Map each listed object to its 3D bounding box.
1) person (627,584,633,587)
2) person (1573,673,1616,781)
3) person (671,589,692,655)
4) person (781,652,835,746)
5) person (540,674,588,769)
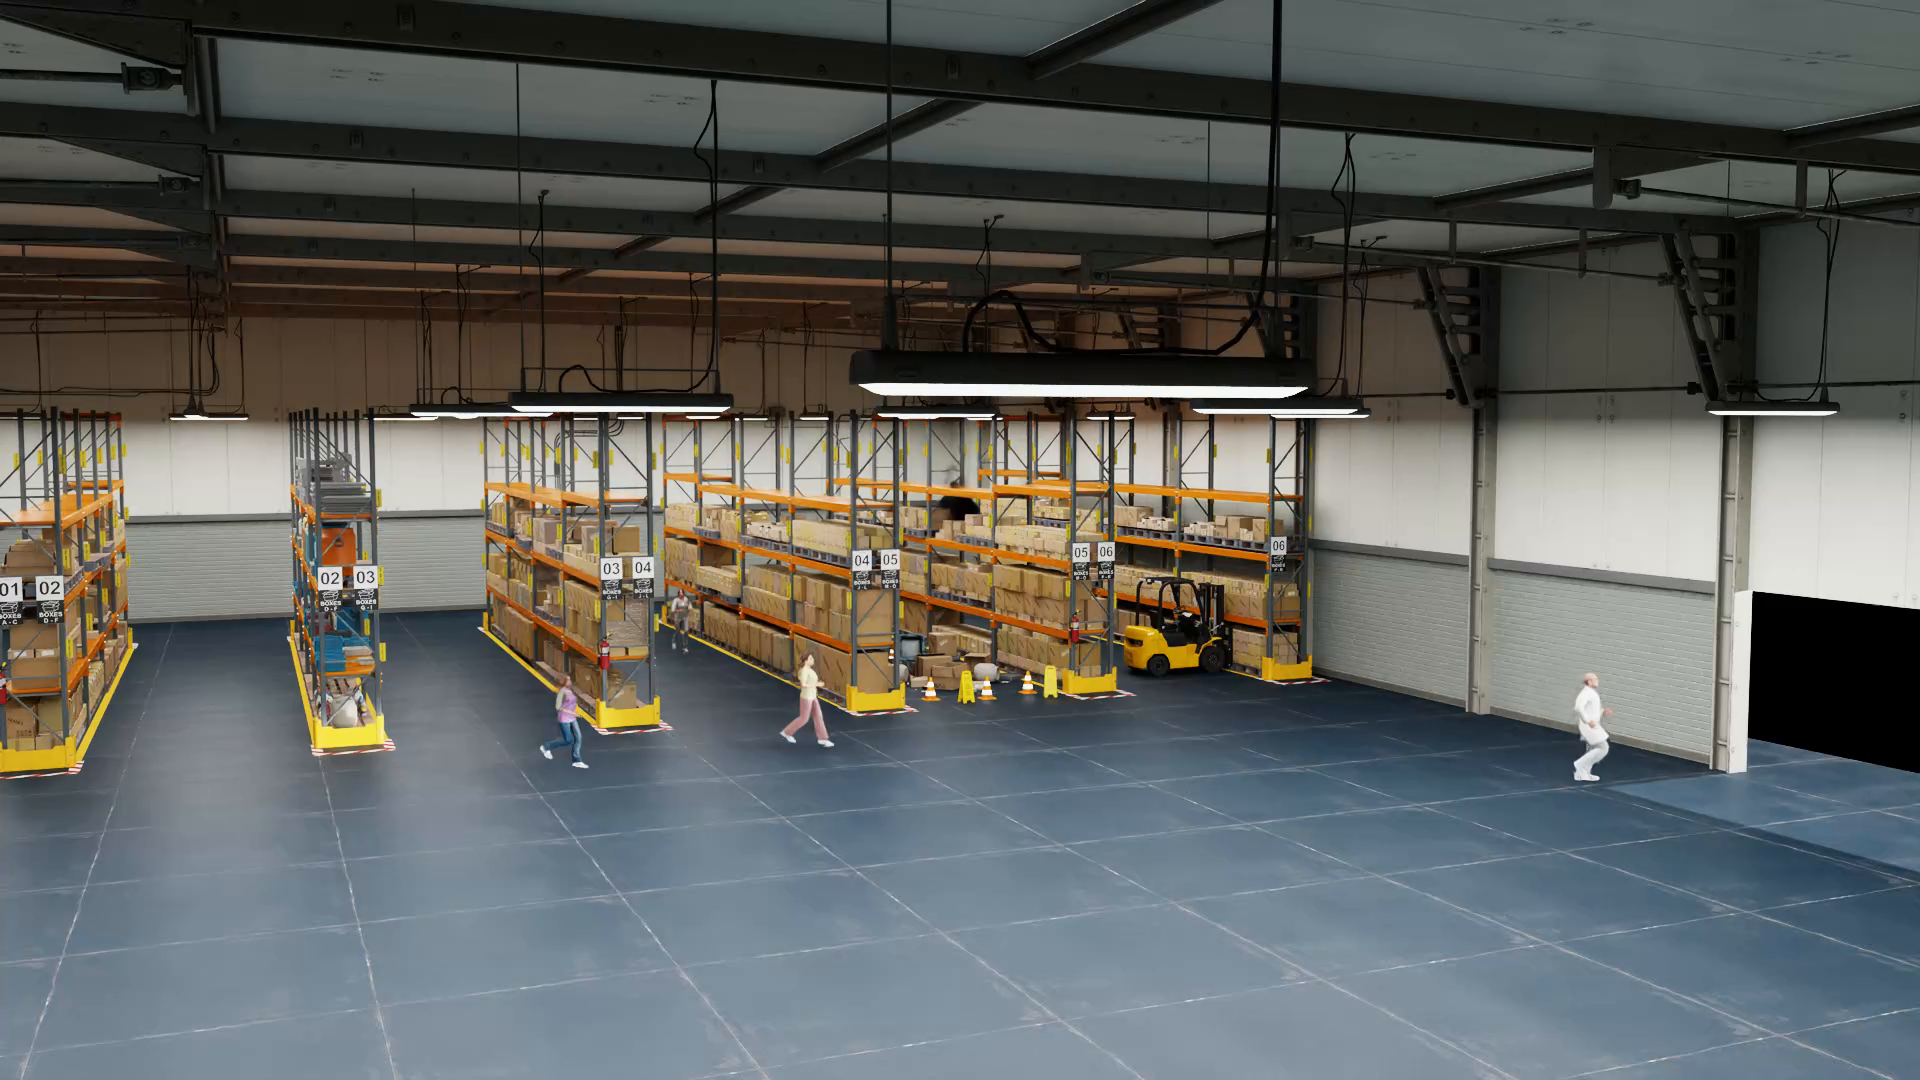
[{"bbox_3d":[-9.599,1.590,46.998,0.732,1.691,0.541,1,4,11],"label":"person"},{"bbox_3d":[10.134,2.990,26.547,0.620,1.736,0.718,1,4,19],"label":"person"},{"bbox_3d":[-6.967,2.016,41.549,0.548,1.626,0.851,-2,4,-22],"label":"person"},{"bbox_3d":[-2.692,2.814,29.332,0.955,1.668,0.578,1,4,9],"label":"person"},{"bbox_3d":[-6.573,3.022,27.659,0.805,1.562,0.552,1,4,9],"label":"person"}]
